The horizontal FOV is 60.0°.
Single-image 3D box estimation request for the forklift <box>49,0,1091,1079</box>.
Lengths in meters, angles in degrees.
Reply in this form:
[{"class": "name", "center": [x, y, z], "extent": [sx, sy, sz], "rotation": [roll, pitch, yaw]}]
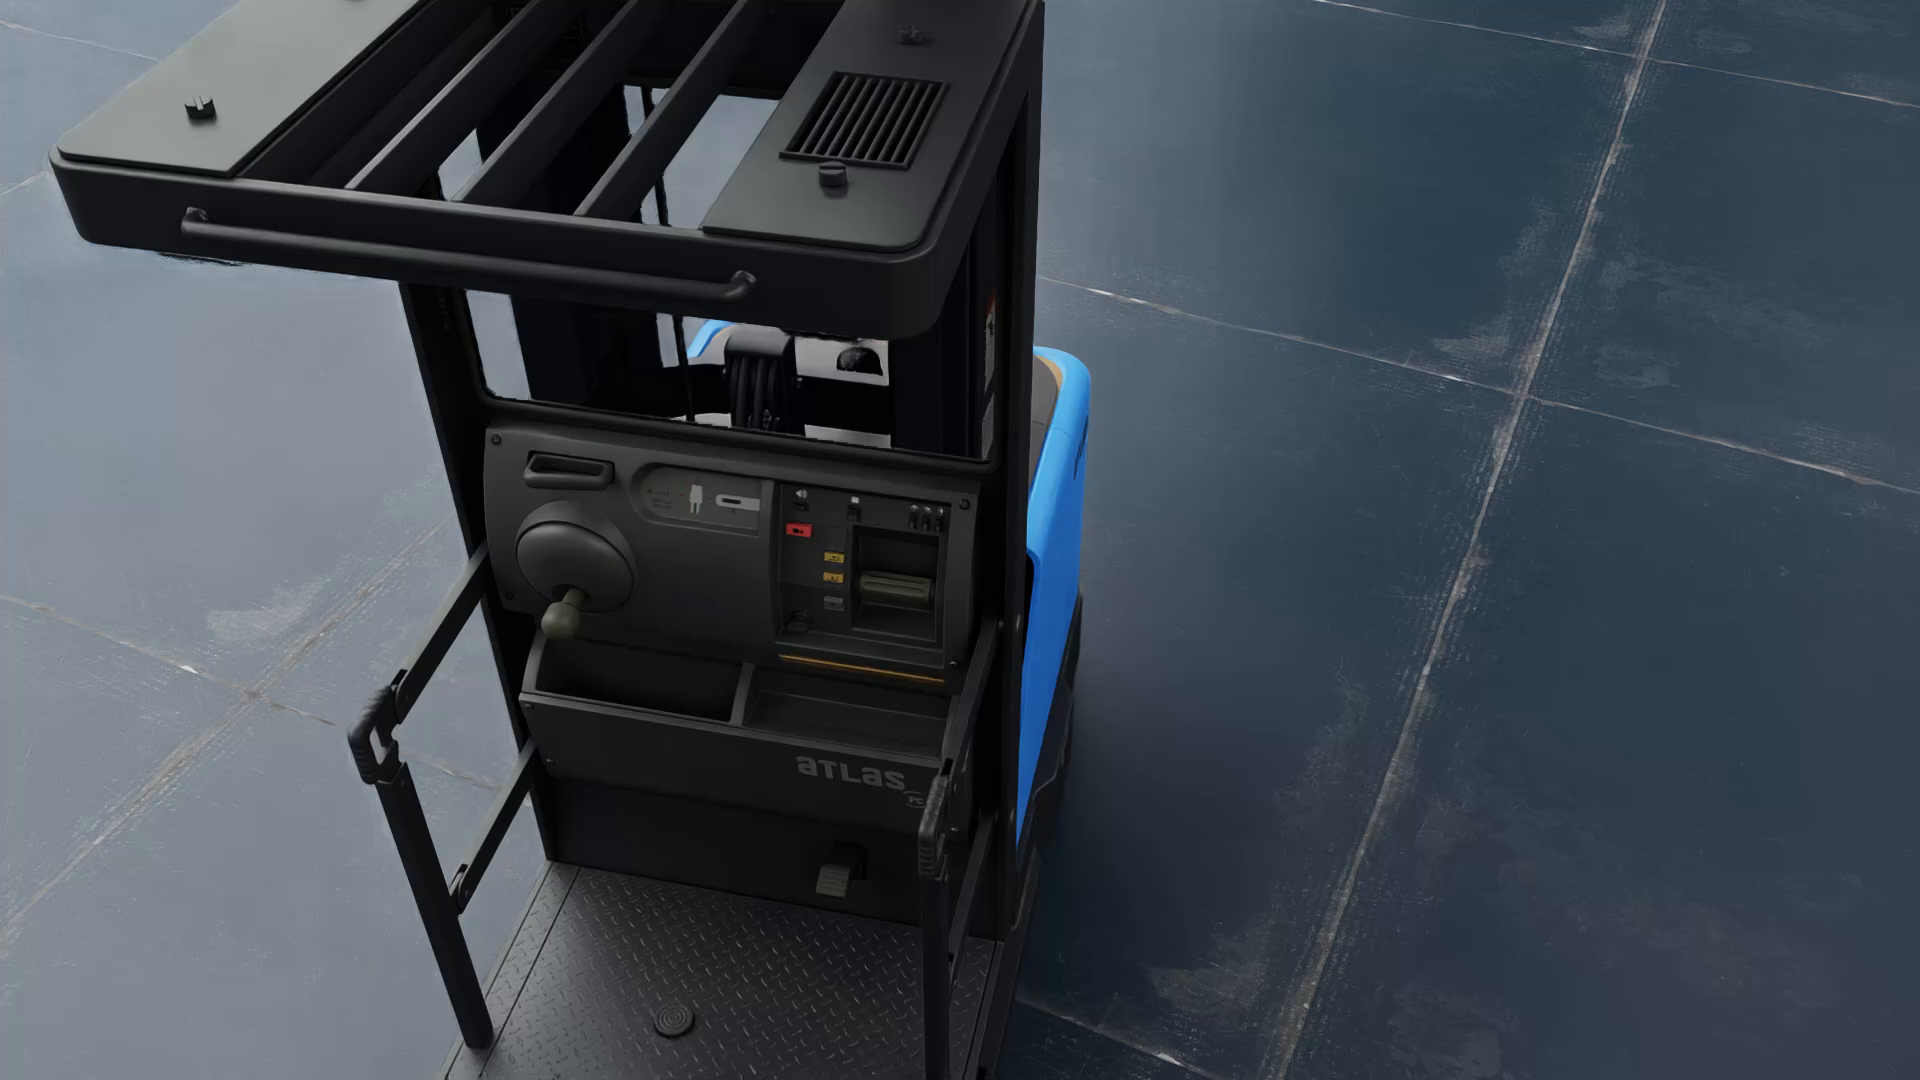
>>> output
[{"class": "forklift", "center": [-0.471, 0.108, 2.888], "extent": [1.130, 2.935, 3.031], "rotation": [8, 42, 9]}]
